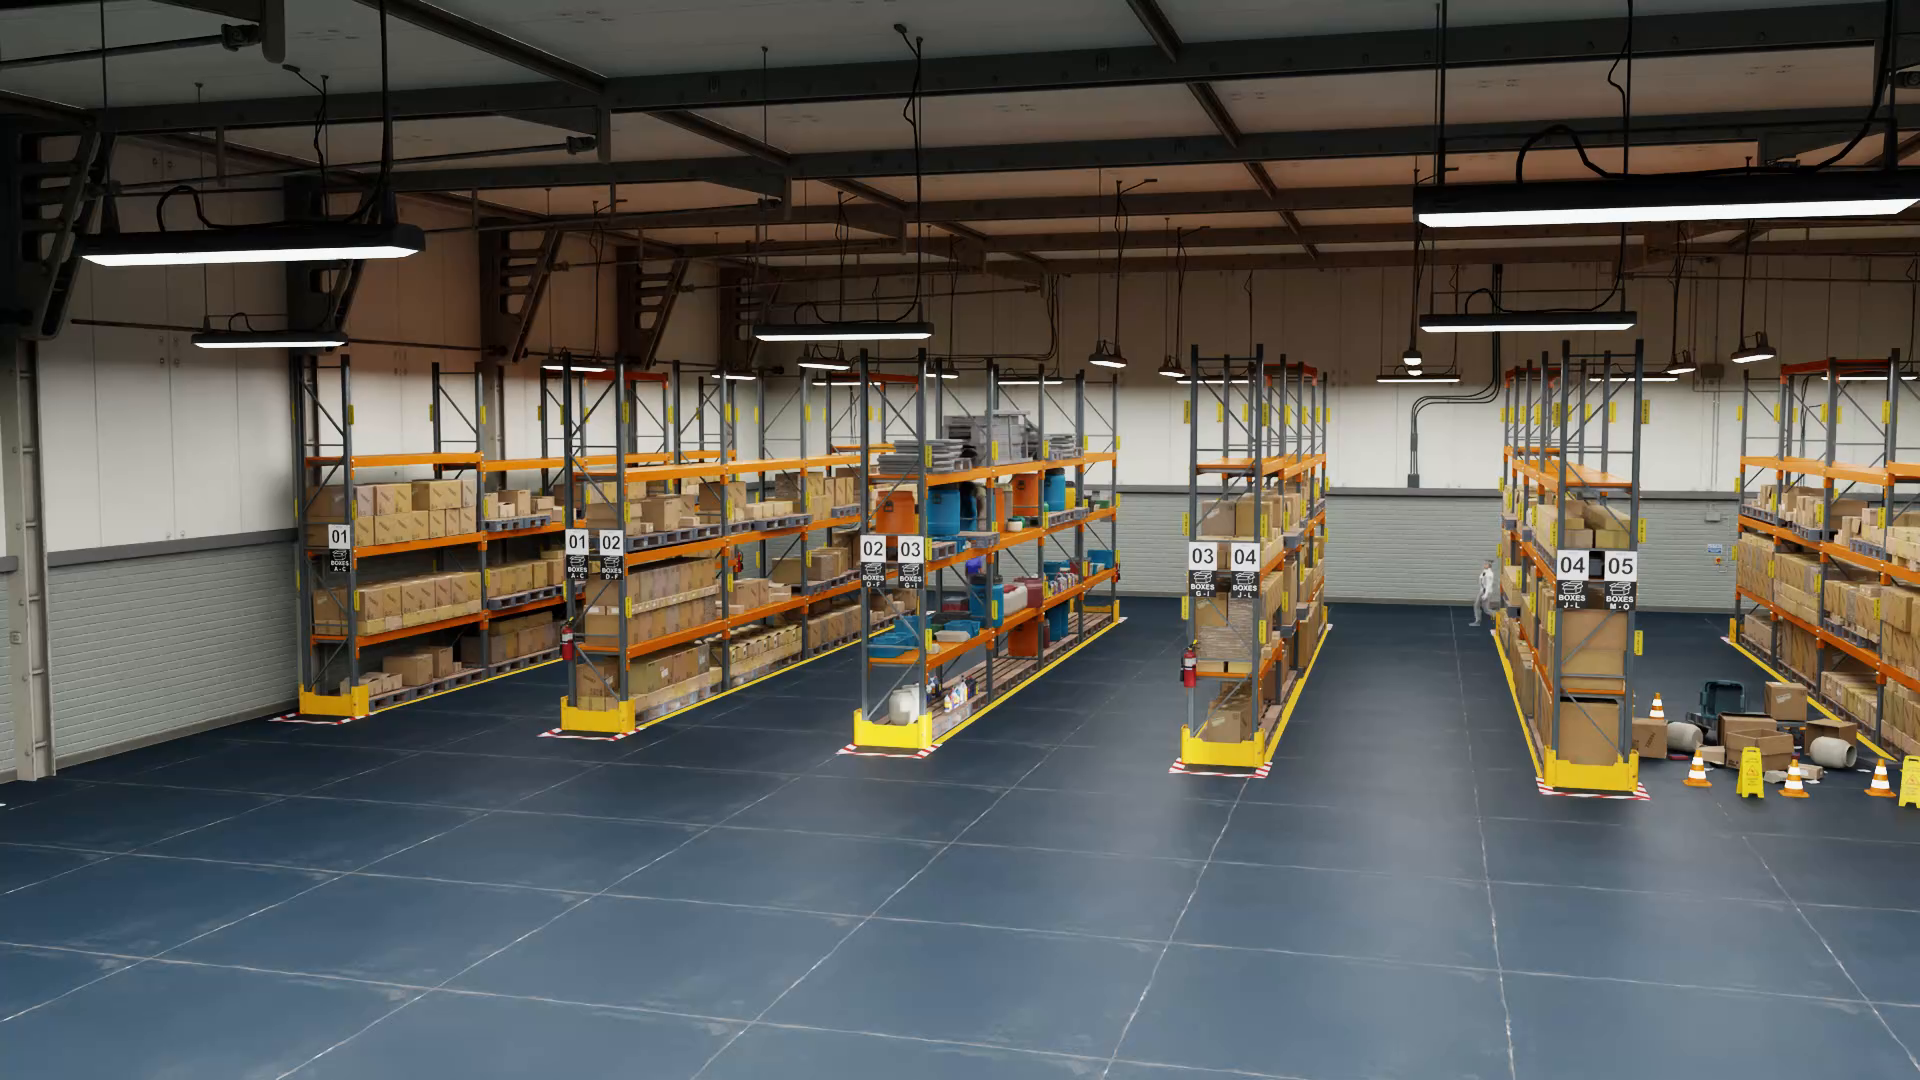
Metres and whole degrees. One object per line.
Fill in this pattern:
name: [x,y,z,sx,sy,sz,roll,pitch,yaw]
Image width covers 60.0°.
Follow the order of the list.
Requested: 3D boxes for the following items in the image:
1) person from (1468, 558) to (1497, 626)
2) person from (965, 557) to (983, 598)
person: [12.414,1.238,39.170,0.825,1.639,0.591,2,5,20]
person: [0.353,0.996,42.653,0.514,1.604,0.964,1,4,15]
